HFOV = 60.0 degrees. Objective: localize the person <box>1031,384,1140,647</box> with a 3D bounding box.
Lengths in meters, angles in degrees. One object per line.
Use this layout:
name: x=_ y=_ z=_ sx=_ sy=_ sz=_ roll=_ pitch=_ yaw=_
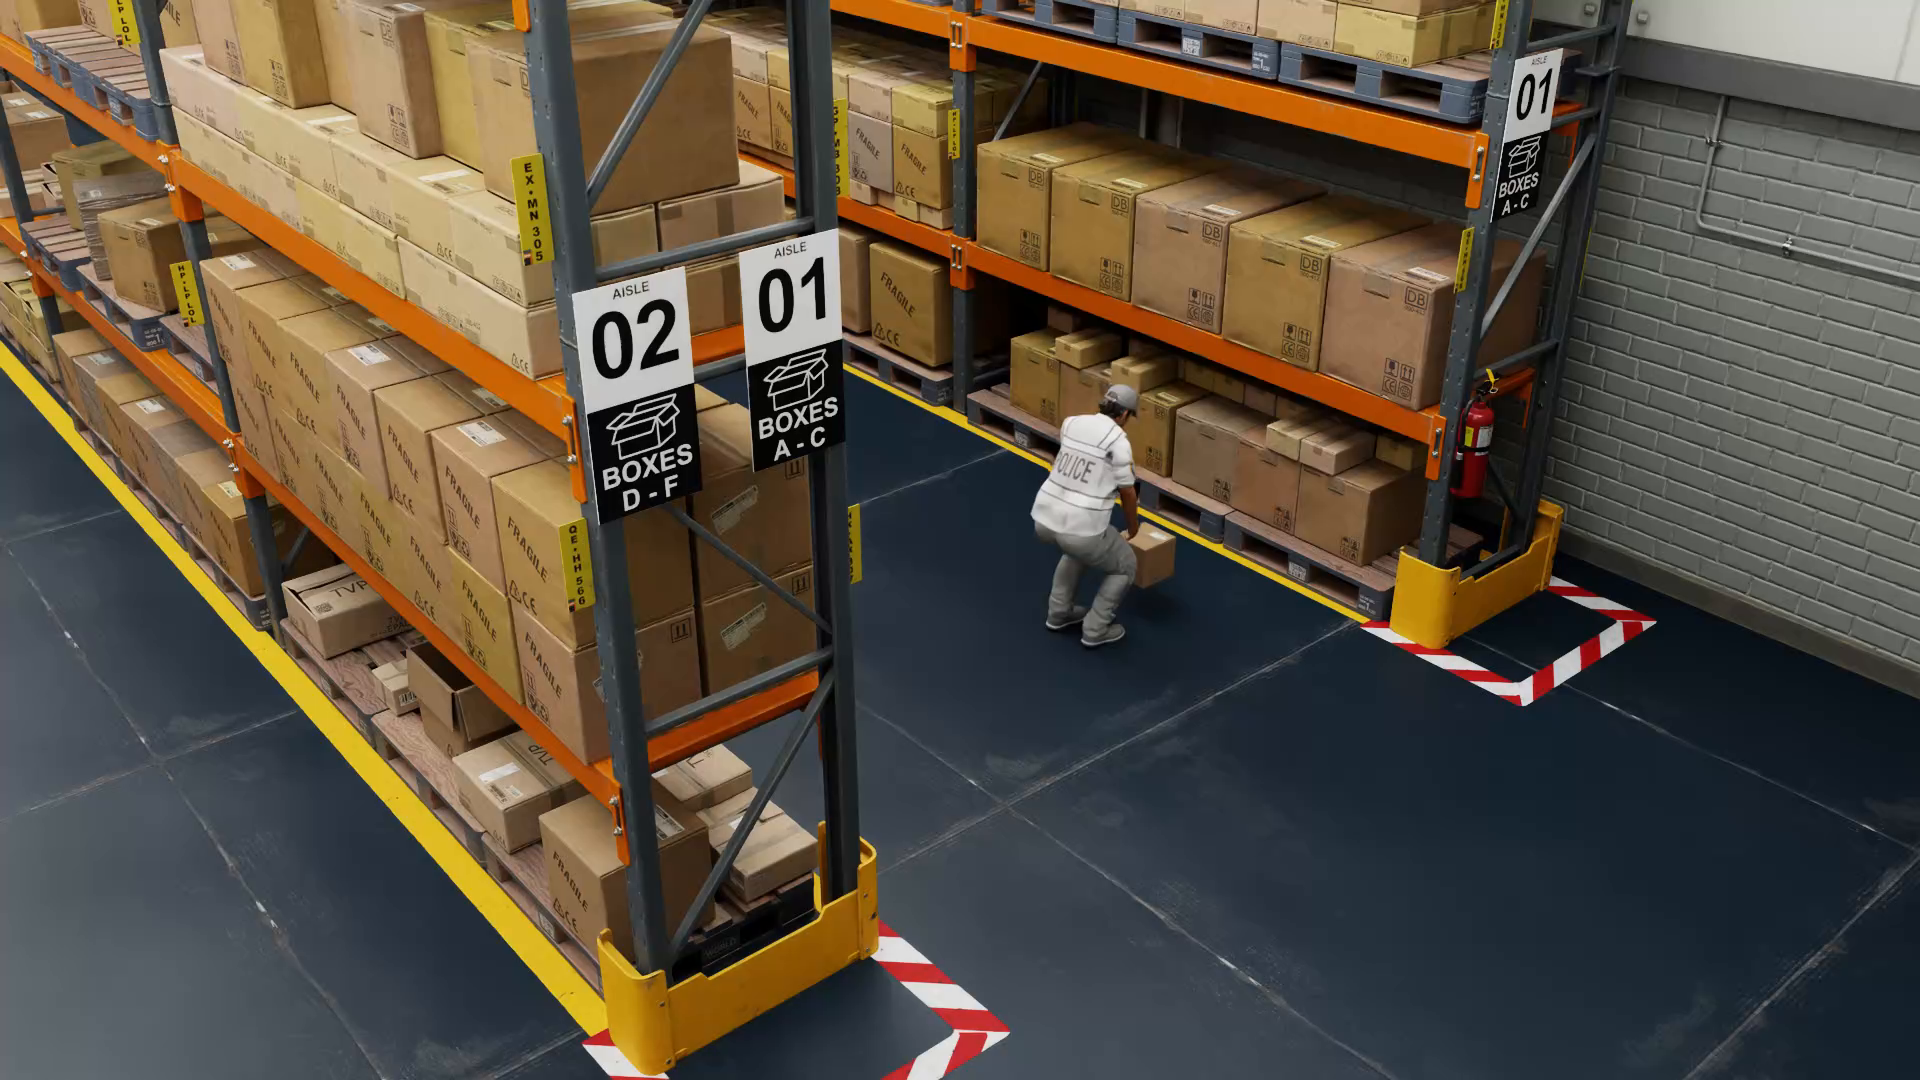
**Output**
person: x=0.703 y=-0.132 z=9.124 sx=0.691 sy=1.432 sz=0.532 roll=-22 pitch=35 yaw=-34
